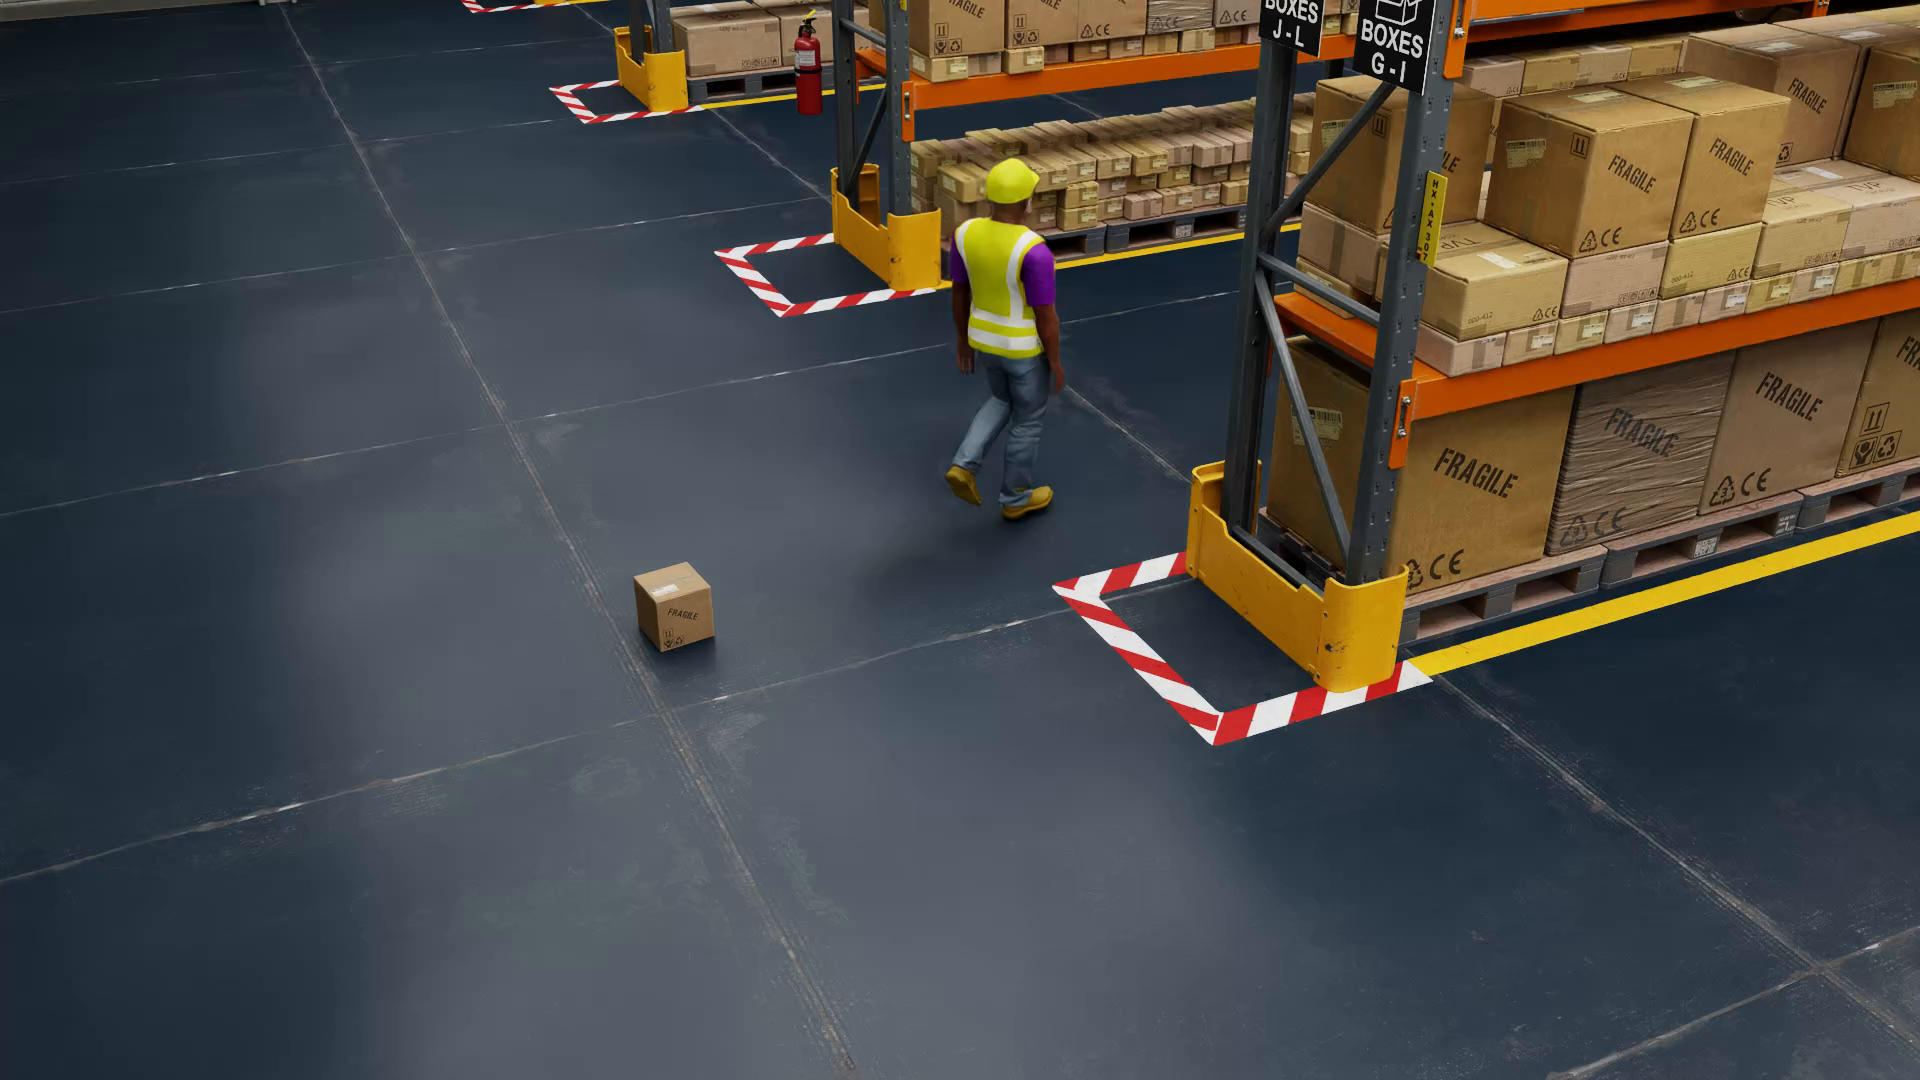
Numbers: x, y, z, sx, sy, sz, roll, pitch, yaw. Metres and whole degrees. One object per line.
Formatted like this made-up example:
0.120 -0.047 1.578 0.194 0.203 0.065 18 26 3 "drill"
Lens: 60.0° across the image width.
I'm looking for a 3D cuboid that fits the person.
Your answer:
0.219 -0.898 7.662 0.570 1.755 0.535 24 37 36 "person"
